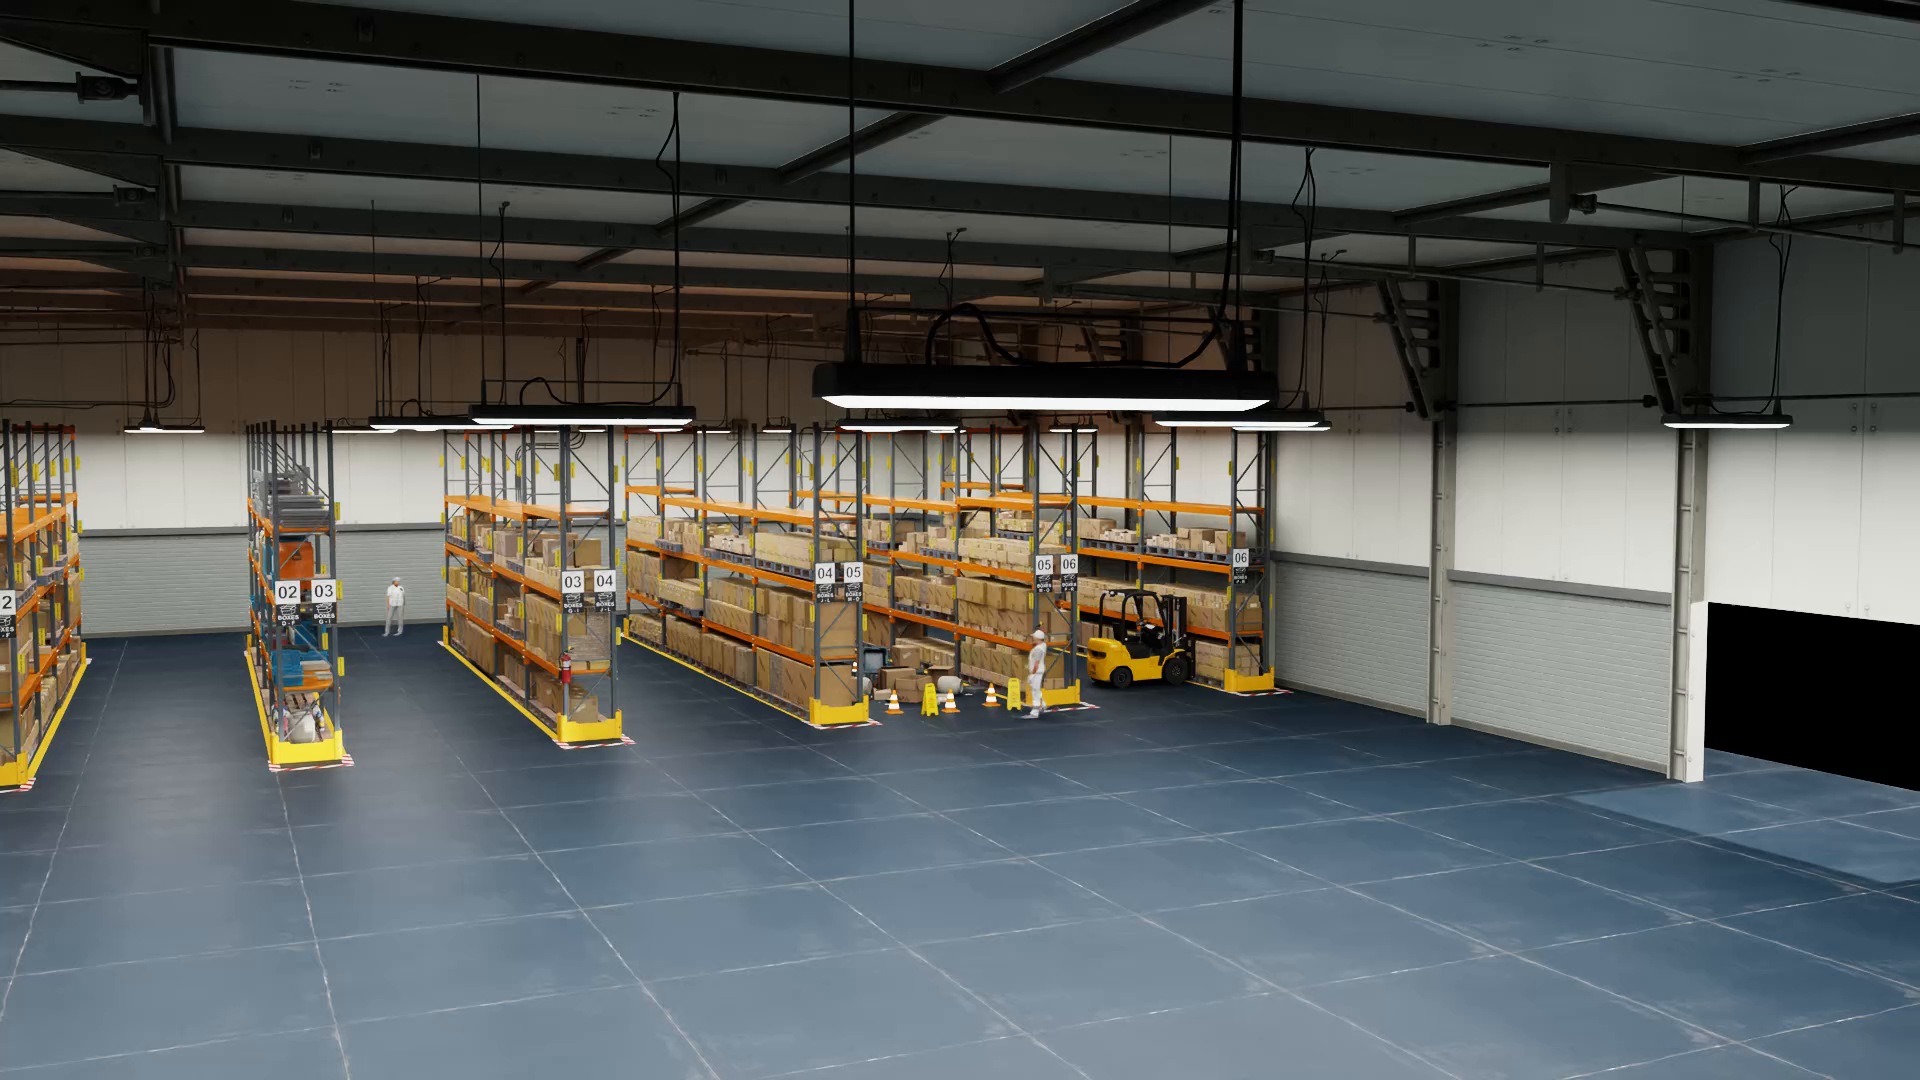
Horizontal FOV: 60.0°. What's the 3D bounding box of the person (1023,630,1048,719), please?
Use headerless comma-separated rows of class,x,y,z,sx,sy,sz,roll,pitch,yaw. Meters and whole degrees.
person,1.537,2.708,33.774,0.519,1.784,0.635,0,4,-1

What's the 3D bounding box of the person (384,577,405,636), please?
person,-16.277,1.906,47.827,0.588,1.672,0.384,-2,4,-23
